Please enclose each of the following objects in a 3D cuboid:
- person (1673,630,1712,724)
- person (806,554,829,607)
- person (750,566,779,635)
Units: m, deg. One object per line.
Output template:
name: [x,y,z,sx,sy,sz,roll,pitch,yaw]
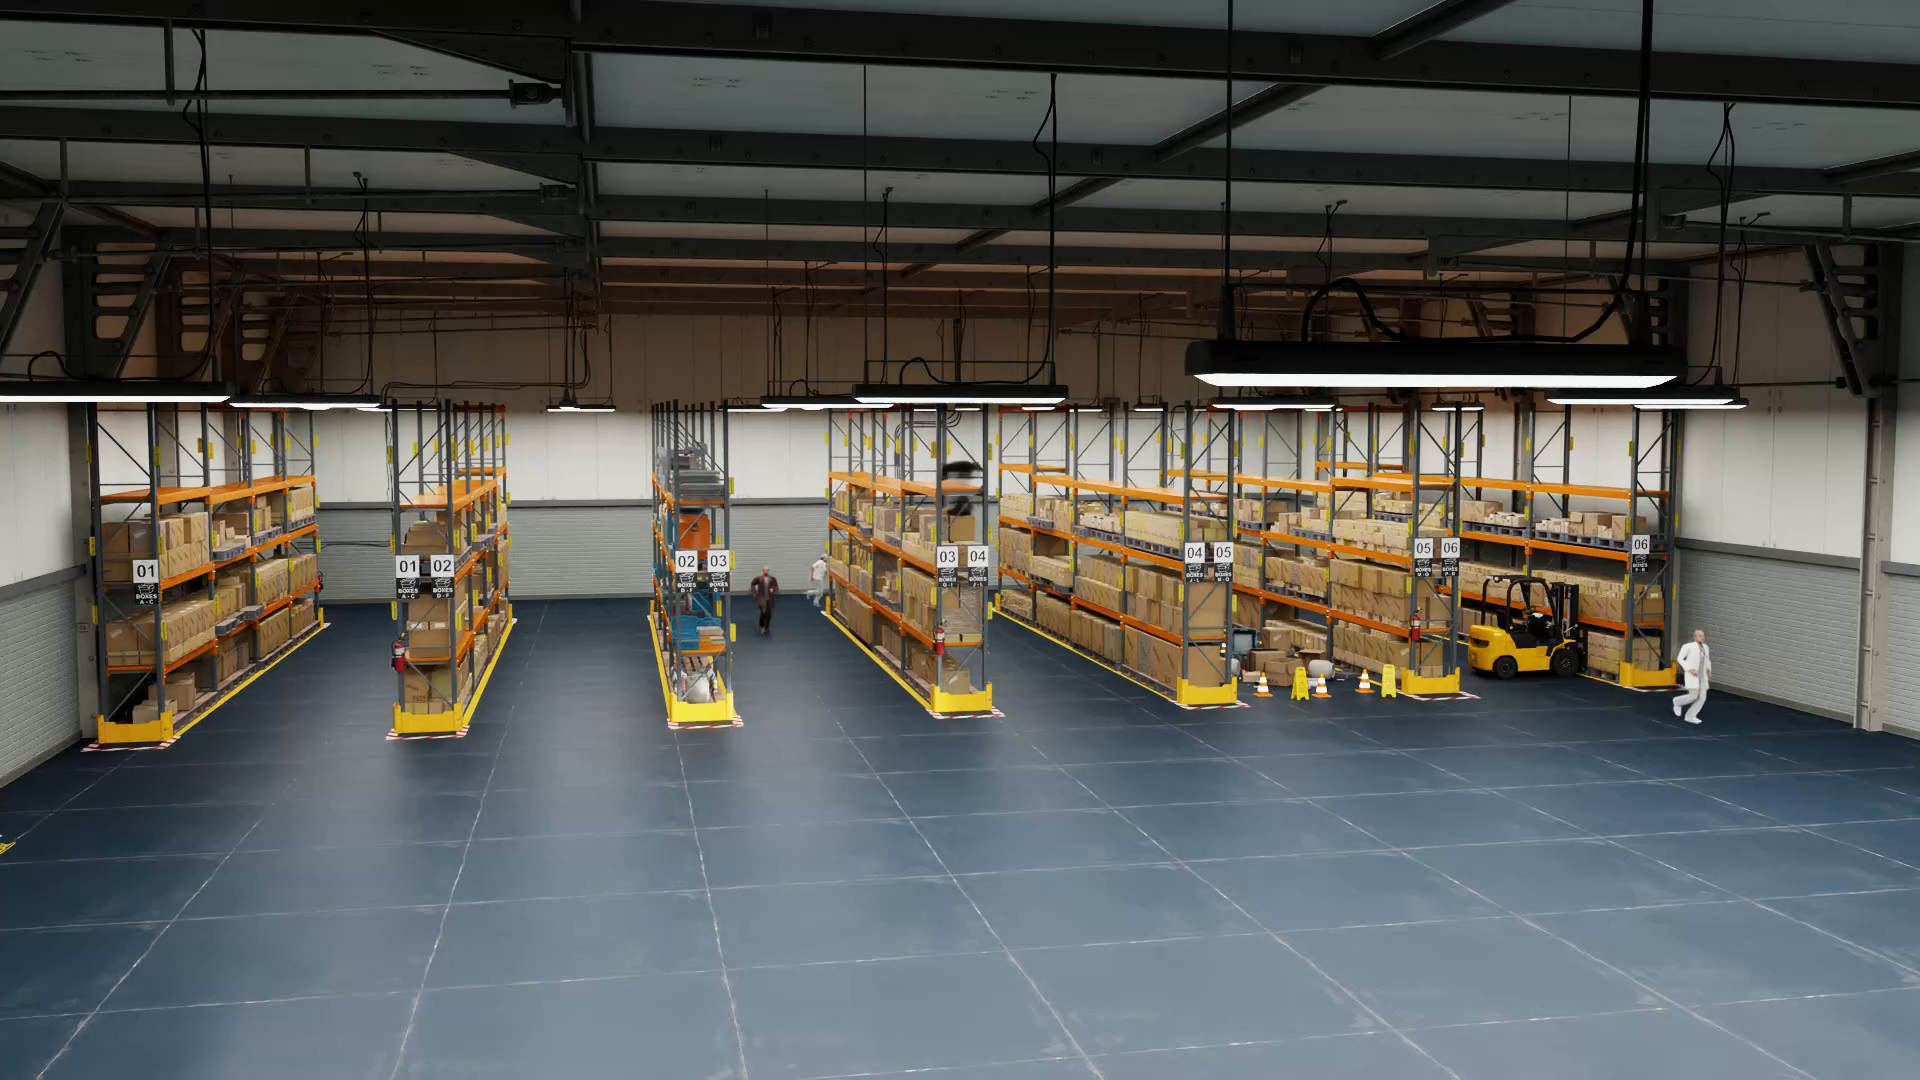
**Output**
person: [13.679,2.569,31.007,0.697,1.640,0.656,-1,4,-16]
person: [-4.247,1.204,49.751,0.737,1.601,0.590,0,4,4]
person: [-5.064,1.576,43.342,0.687,1.791,0.762,-2,5,-21]
